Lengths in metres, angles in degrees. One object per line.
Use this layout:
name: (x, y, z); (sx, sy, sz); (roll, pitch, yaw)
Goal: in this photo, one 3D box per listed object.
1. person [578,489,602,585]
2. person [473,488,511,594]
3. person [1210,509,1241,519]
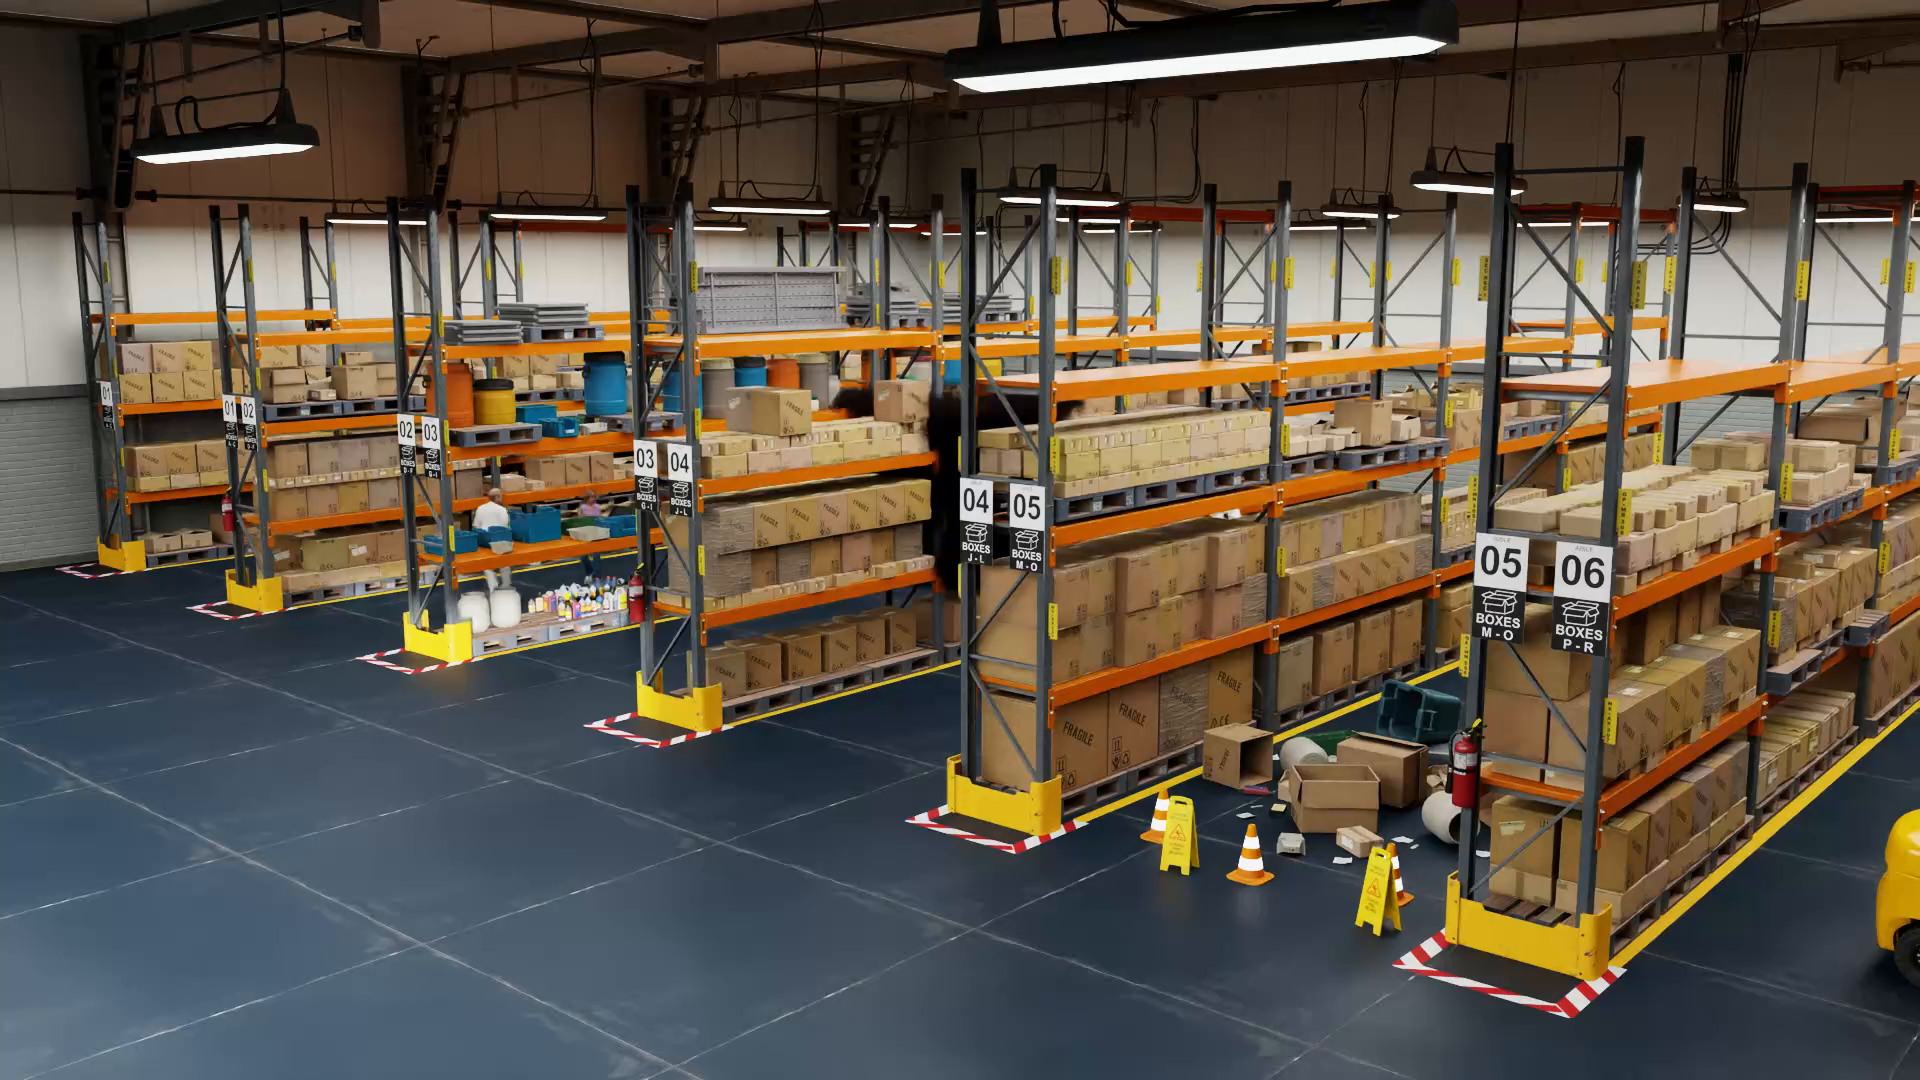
person: (-5.912, -0.040, 26.737); (0.452, 1.591, 0.536); (-1, 10, -7)
person: (-7.085, 0.101, 25.327); (0.620, 1.765, 0.612); (-2, 10, -14)
person: (3.760, 0.108, 23.667); (0.542, 1.714, 1.013); (8, 12, 38)
